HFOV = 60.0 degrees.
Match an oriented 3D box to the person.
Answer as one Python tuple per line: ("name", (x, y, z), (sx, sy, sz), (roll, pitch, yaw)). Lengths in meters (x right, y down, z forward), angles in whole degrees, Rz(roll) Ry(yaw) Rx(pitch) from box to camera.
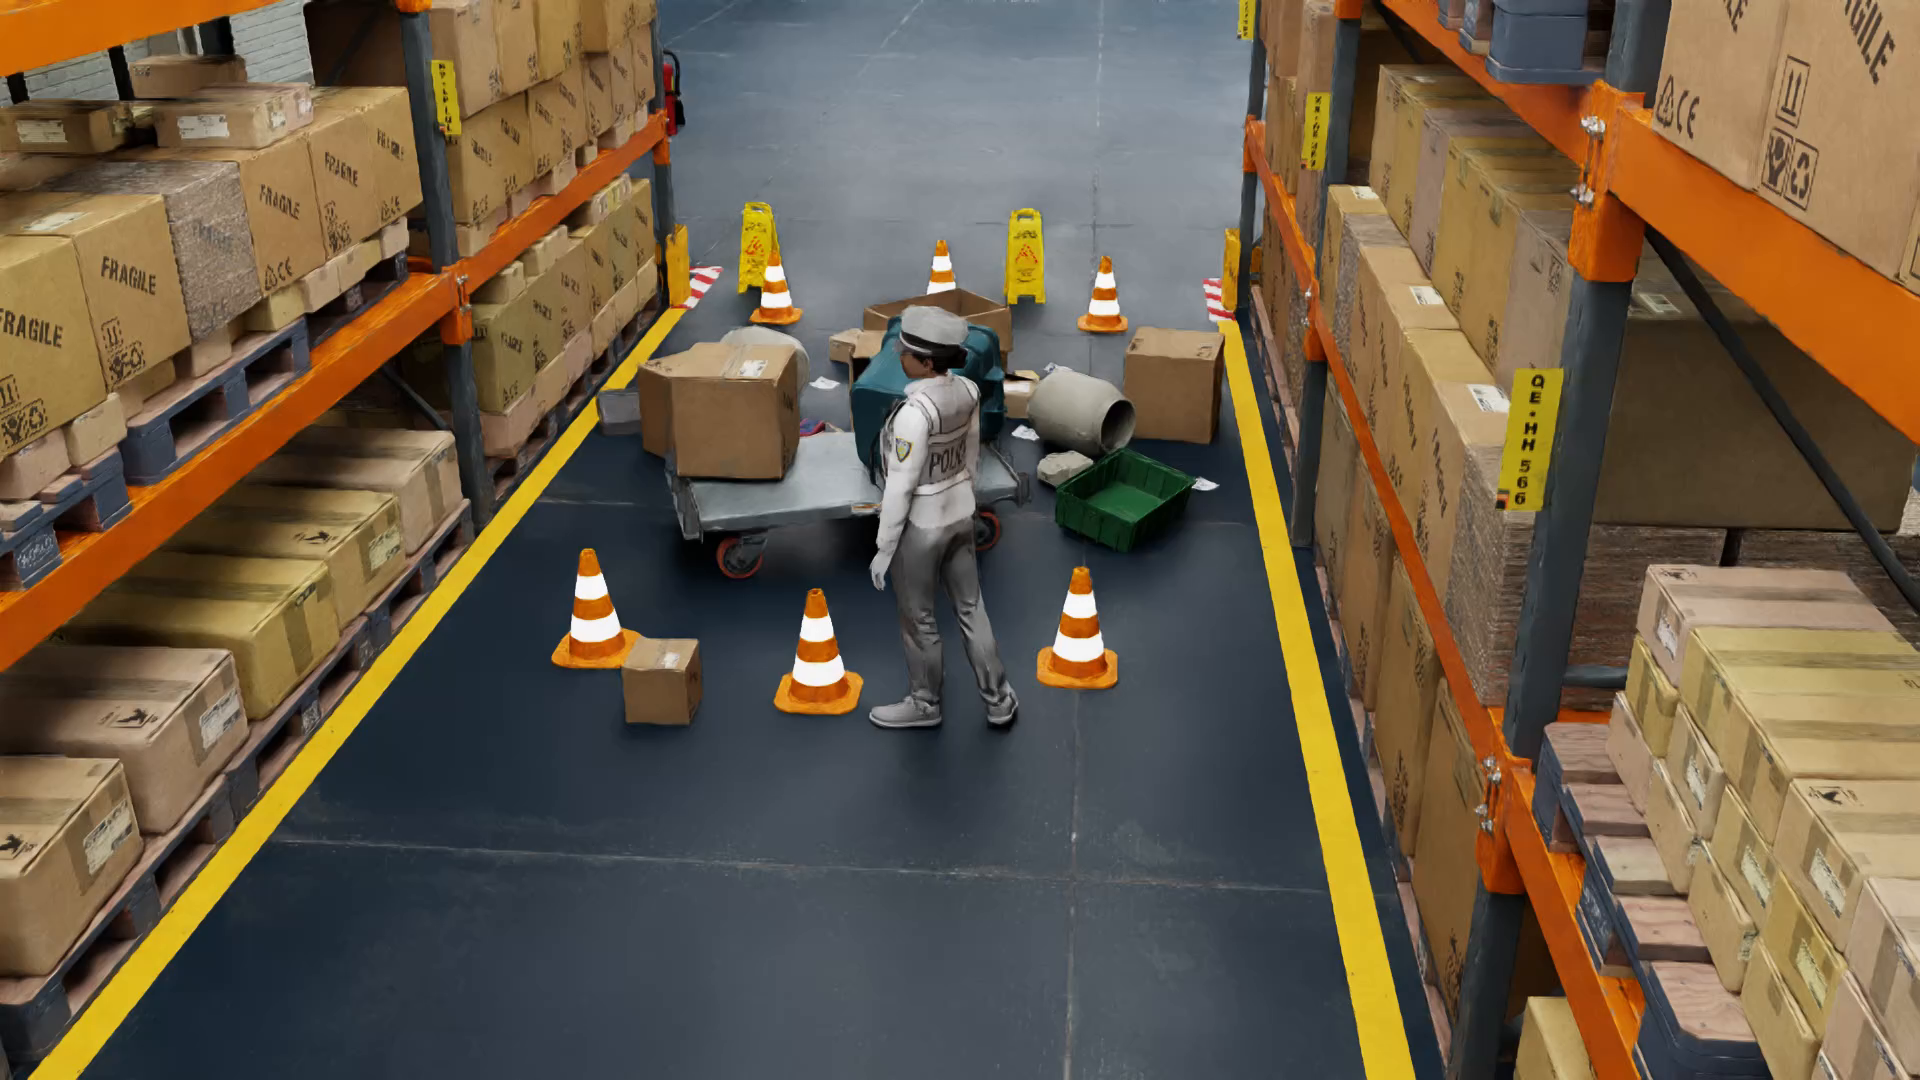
("person", (-0.074, -0.041, 6.179), (0.502, 1.678, 0.635), (17, 30, 33))
